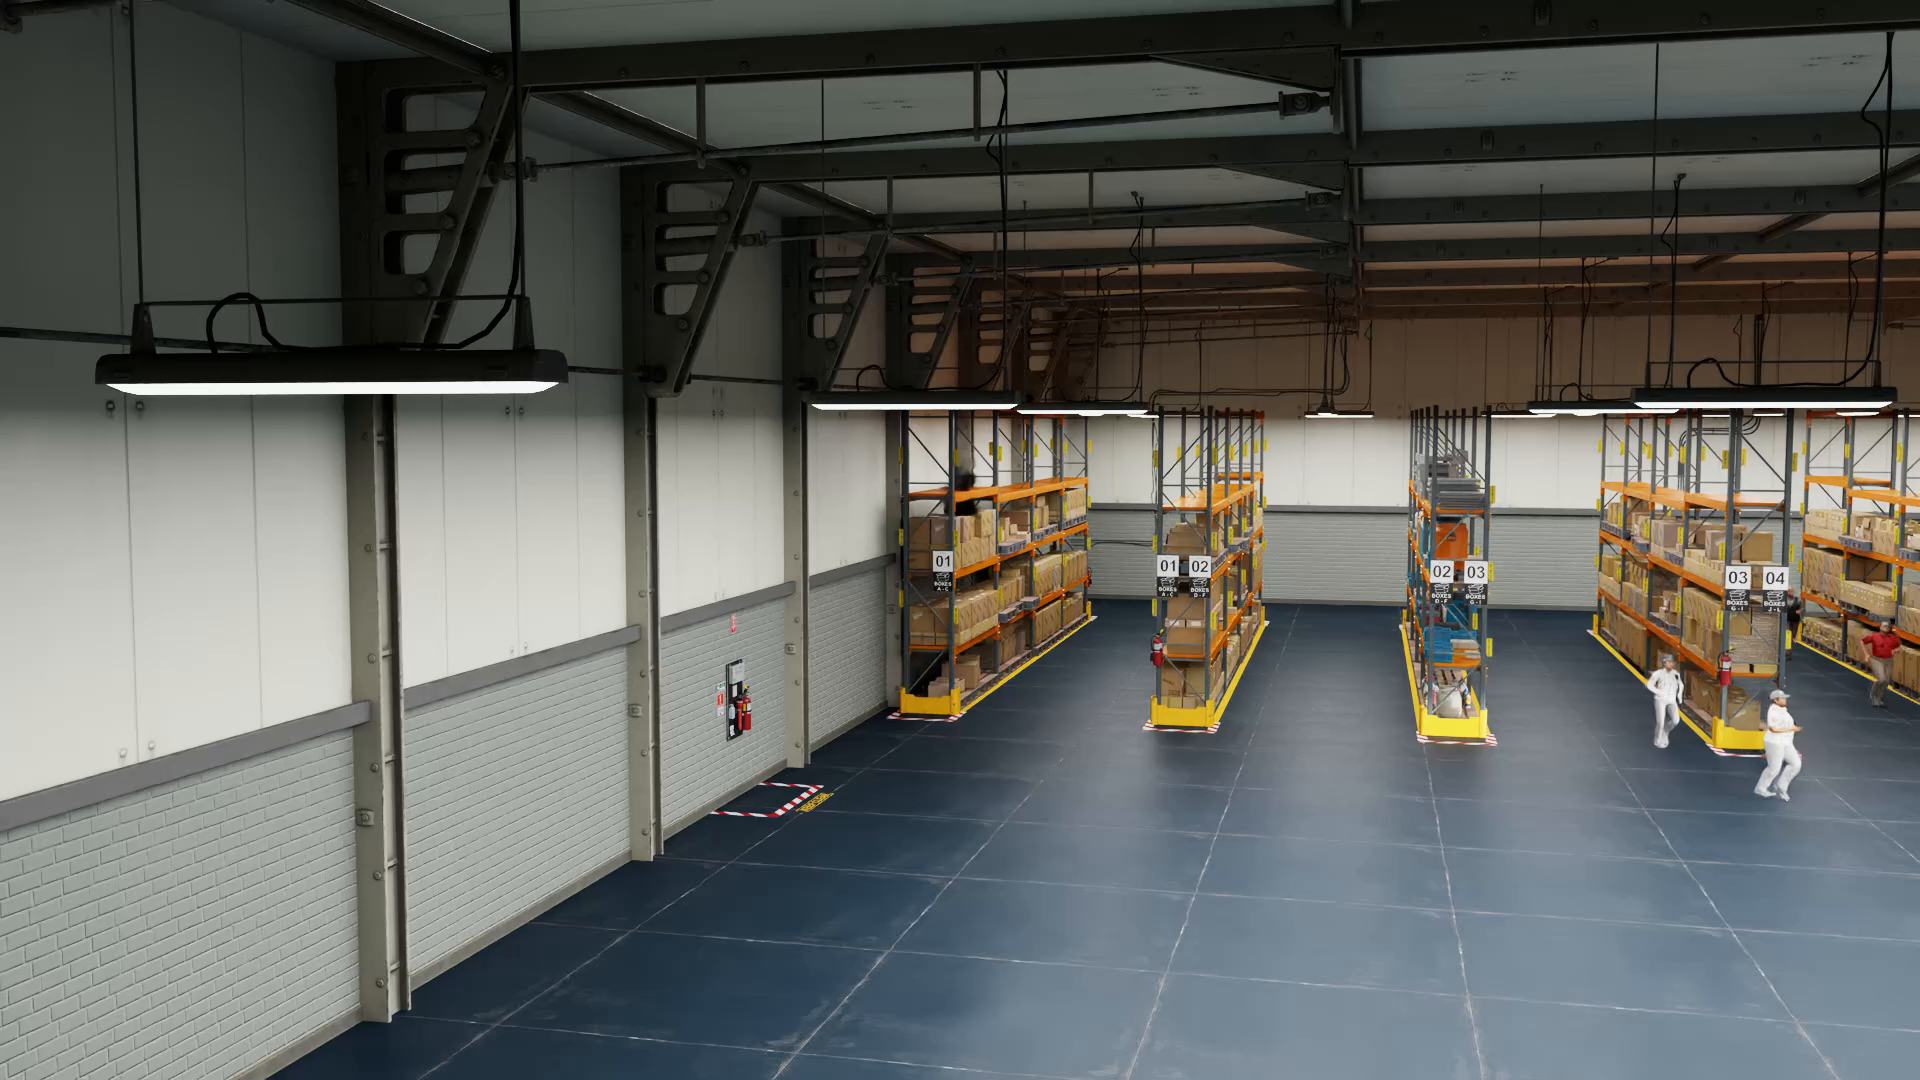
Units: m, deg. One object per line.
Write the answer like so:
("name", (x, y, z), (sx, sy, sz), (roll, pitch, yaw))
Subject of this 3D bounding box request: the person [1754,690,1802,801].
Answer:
("person", (12.368, 3.107, 25.071), (0.583, 1.700, 0.660), (-4, 6, -43))

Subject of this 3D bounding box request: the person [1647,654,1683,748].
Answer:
("person", (12.390, 2.825, 29.123), (0.668, 1.657, 0.504), (0, 4, 2))

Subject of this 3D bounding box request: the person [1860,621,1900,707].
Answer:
("person", (18.440, 2.486, 33.222), (0.652, 1.718, 0.653), (0, 4, 1))

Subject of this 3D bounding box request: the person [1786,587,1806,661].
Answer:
("person", (20.011, 1.995, 40.069), (0.647, 1.728, 0.892), (1, 4, 17))
